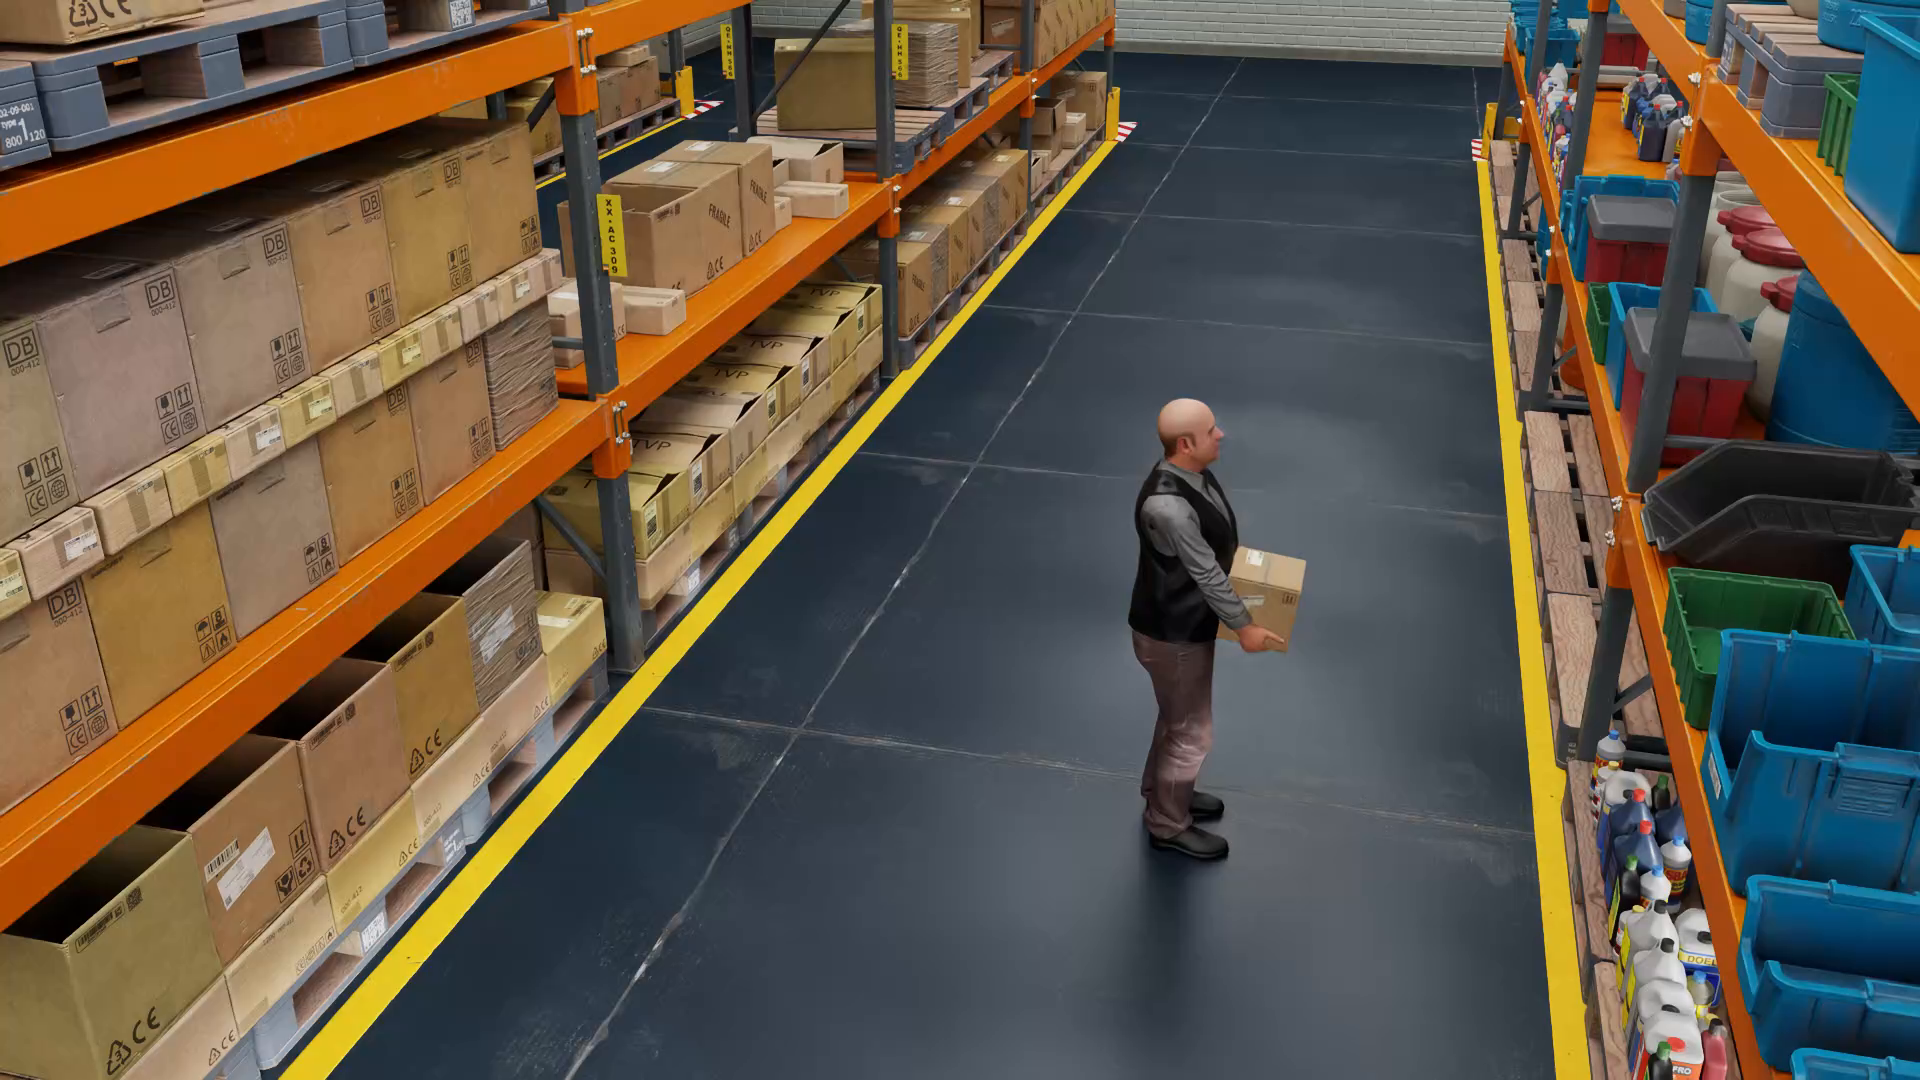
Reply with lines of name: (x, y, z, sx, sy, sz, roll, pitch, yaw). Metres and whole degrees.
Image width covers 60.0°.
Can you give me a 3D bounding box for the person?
person: (0.888, 0.318, 5.966, 0.555, 1.718, 0.495, 6, 26, 13)
